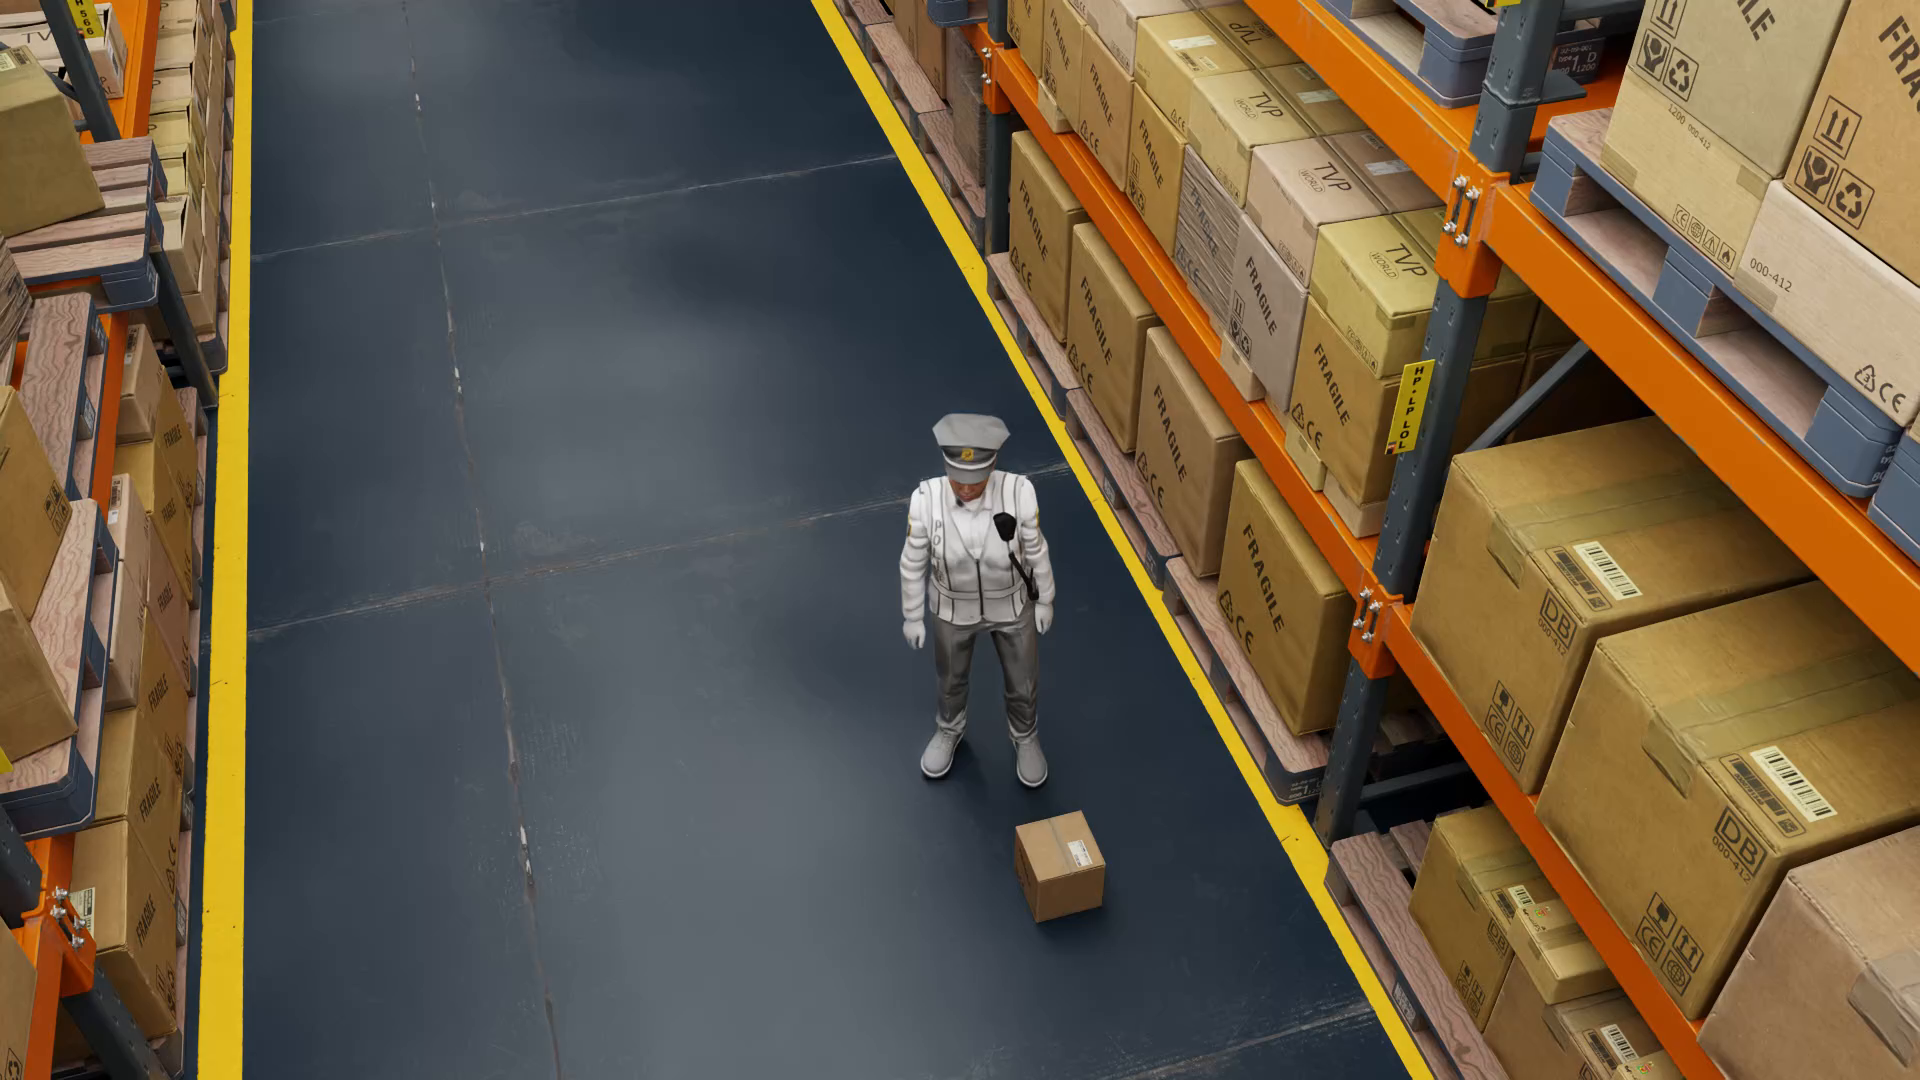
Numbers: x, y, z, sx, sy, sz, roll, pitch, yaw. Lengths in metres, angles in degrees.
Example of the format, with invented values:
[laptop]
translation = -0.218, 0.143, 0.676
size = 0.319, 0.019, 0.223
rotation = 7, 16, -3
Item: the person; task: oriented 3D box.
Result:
[person]
translation = 0.064, 0.236, 5.858
size = 0.543, 1.673, 0.364
rotation = -2, 43, -2
